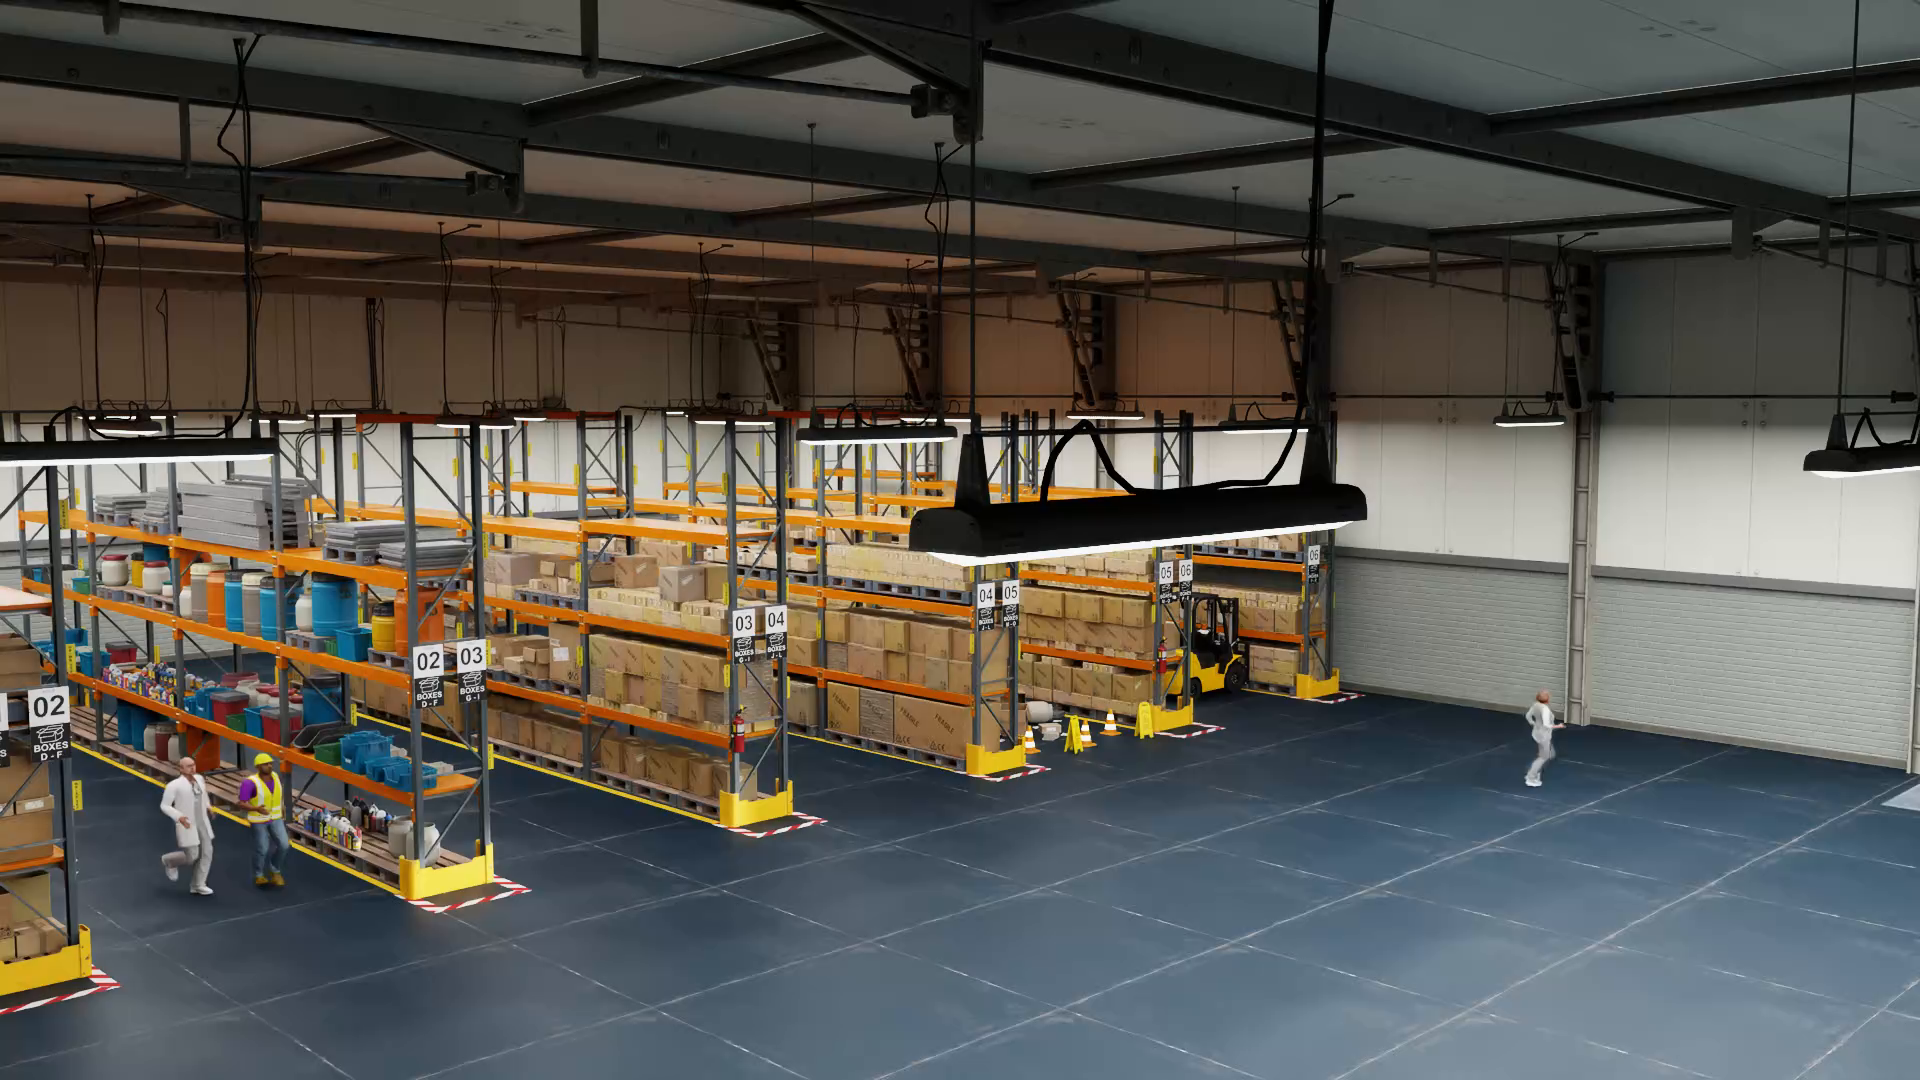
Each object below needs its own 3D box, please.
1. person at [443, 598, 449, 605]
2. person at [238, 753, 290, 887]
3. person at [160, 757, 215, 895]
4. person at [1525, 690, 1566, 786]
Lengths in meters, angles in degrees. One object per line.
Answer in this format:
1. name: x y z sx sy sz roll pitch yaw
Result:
1. person: -12.069 2.170 38.724 0.703 1.651 0.858 0 5 -3
2. person: -8.898 3.611 21.333 0.695 1.770 0.685 4 6 39
3. person: -9.815 3.626 21.186 0.789 1.738 0.708 3 6 27
4. person: 9.469 3.200 26.926 0.613 1.563 0.508 0 5 2
